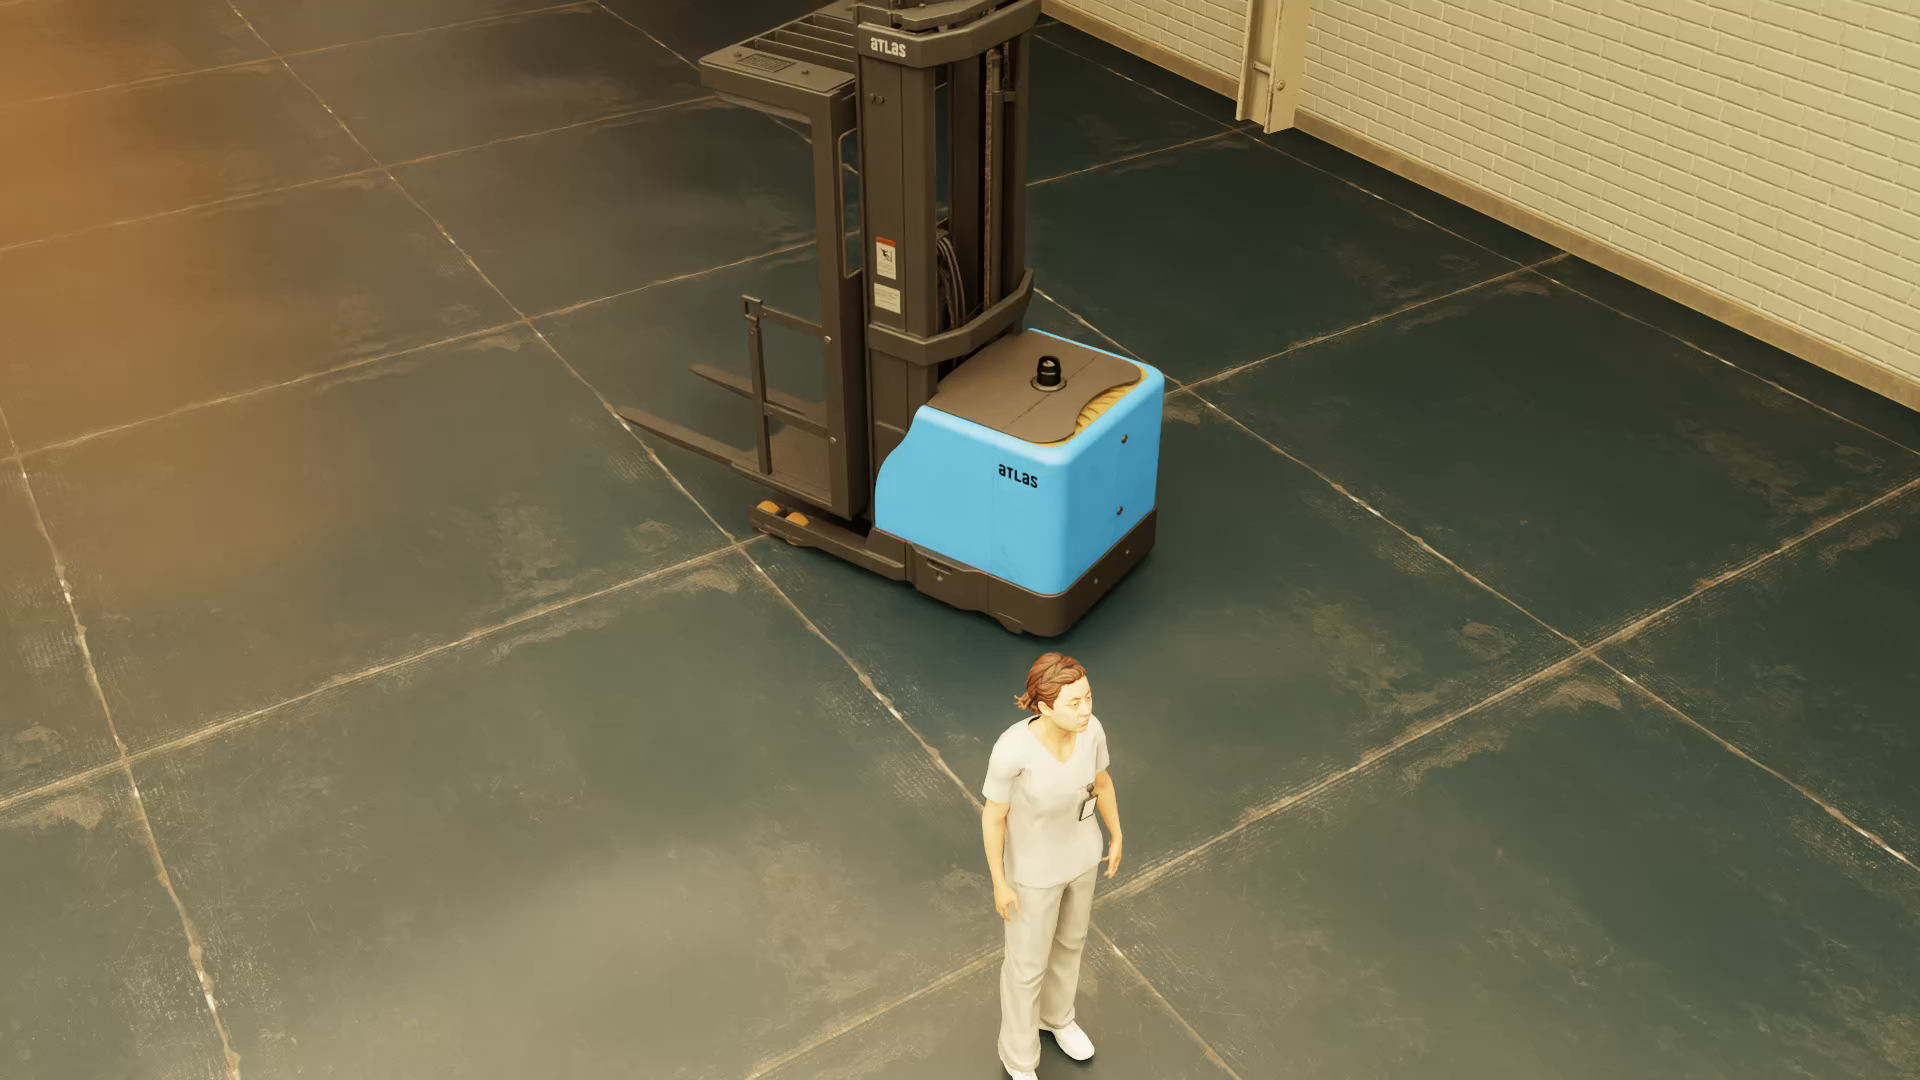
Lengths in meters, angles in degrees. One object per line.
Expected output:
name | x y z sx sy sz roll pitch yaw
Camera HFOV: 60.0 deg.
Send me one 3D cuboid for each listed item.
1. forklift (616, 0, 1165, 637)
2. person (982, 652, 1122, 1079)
forklift | -0.500 -1.399 8.138 3.031 2.935 1.130 22 41 28
person | 0.342 1.134 5.613 0.550 1.673 0.548 -20 40 -26
